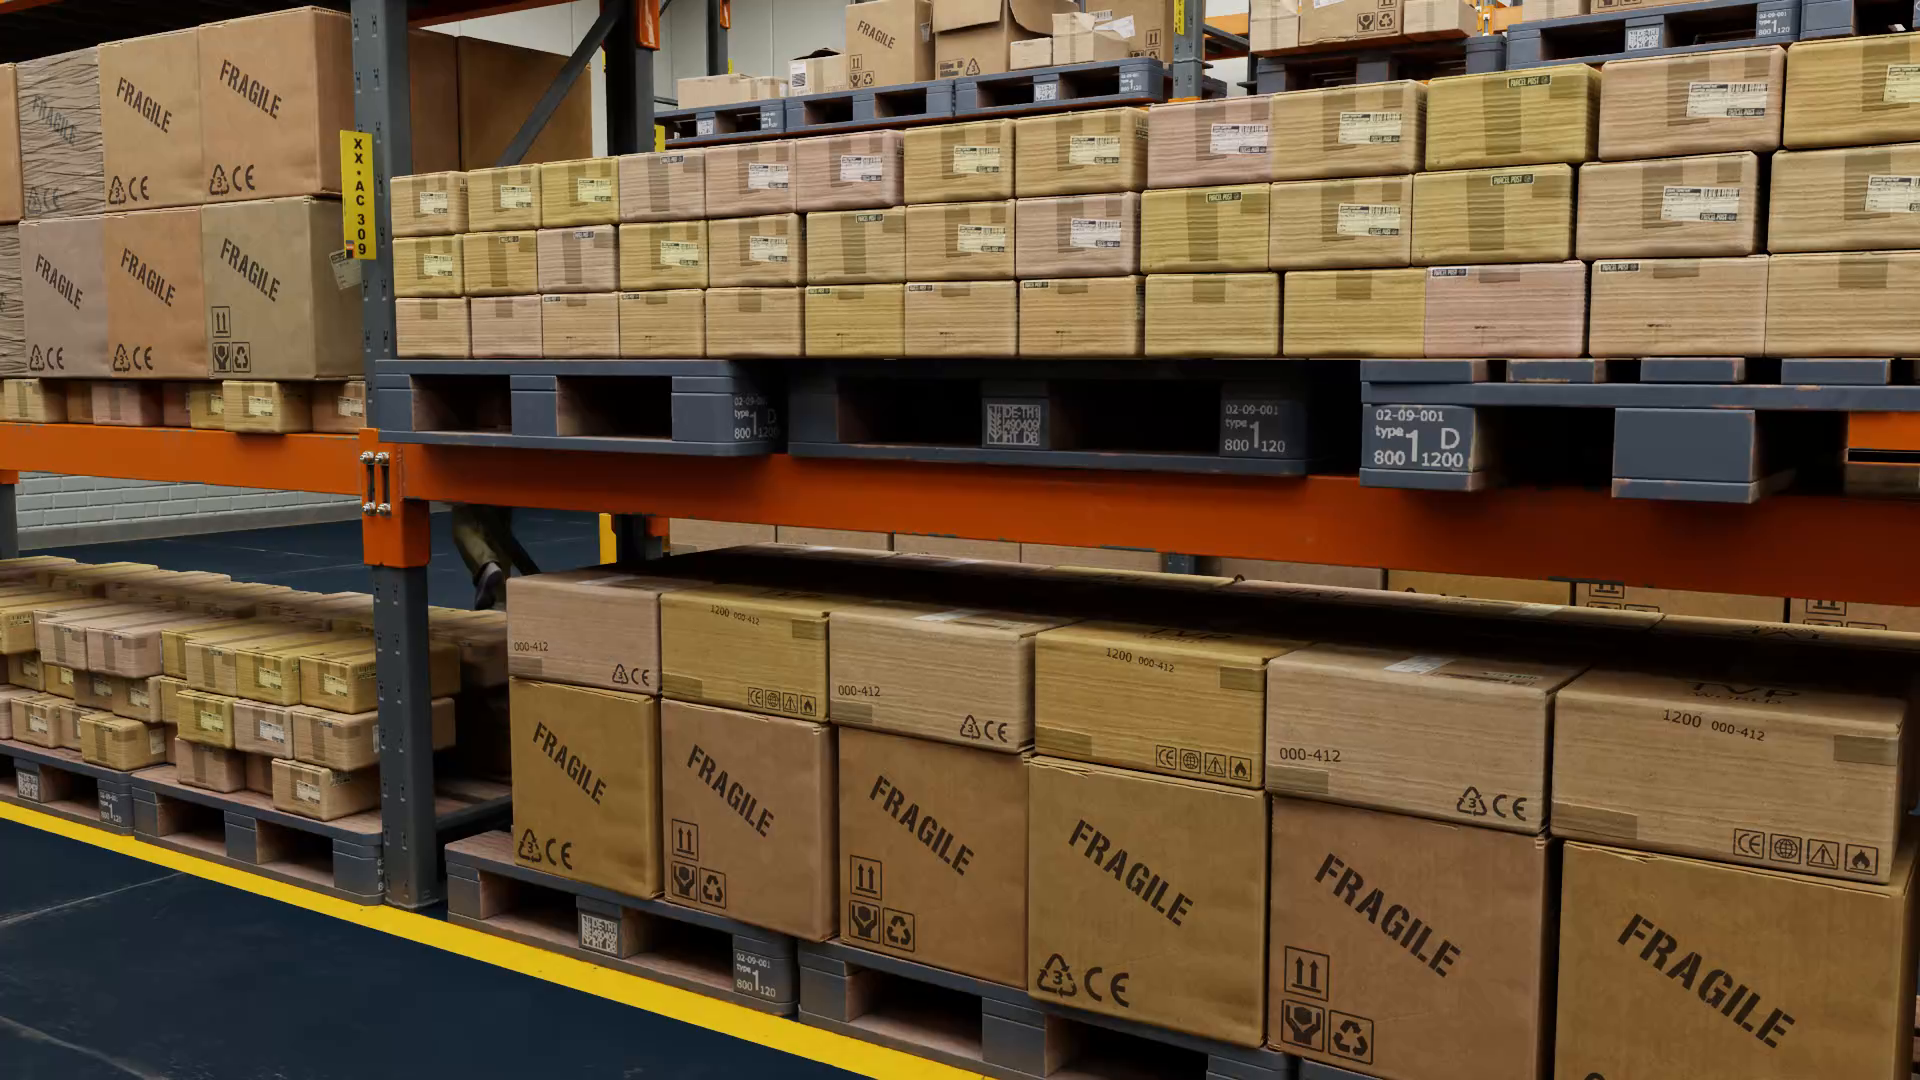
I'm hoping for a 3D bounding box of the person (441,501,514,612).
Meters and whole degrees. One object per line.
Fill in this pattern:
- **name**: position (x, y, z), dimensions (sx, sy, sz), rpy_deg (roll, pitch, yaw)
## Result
- **person**: position (-2.716, -0.428, 9.588), dimensions (0.581, 1.759, 0.877), rpy_deg (-4, 7, -30)
